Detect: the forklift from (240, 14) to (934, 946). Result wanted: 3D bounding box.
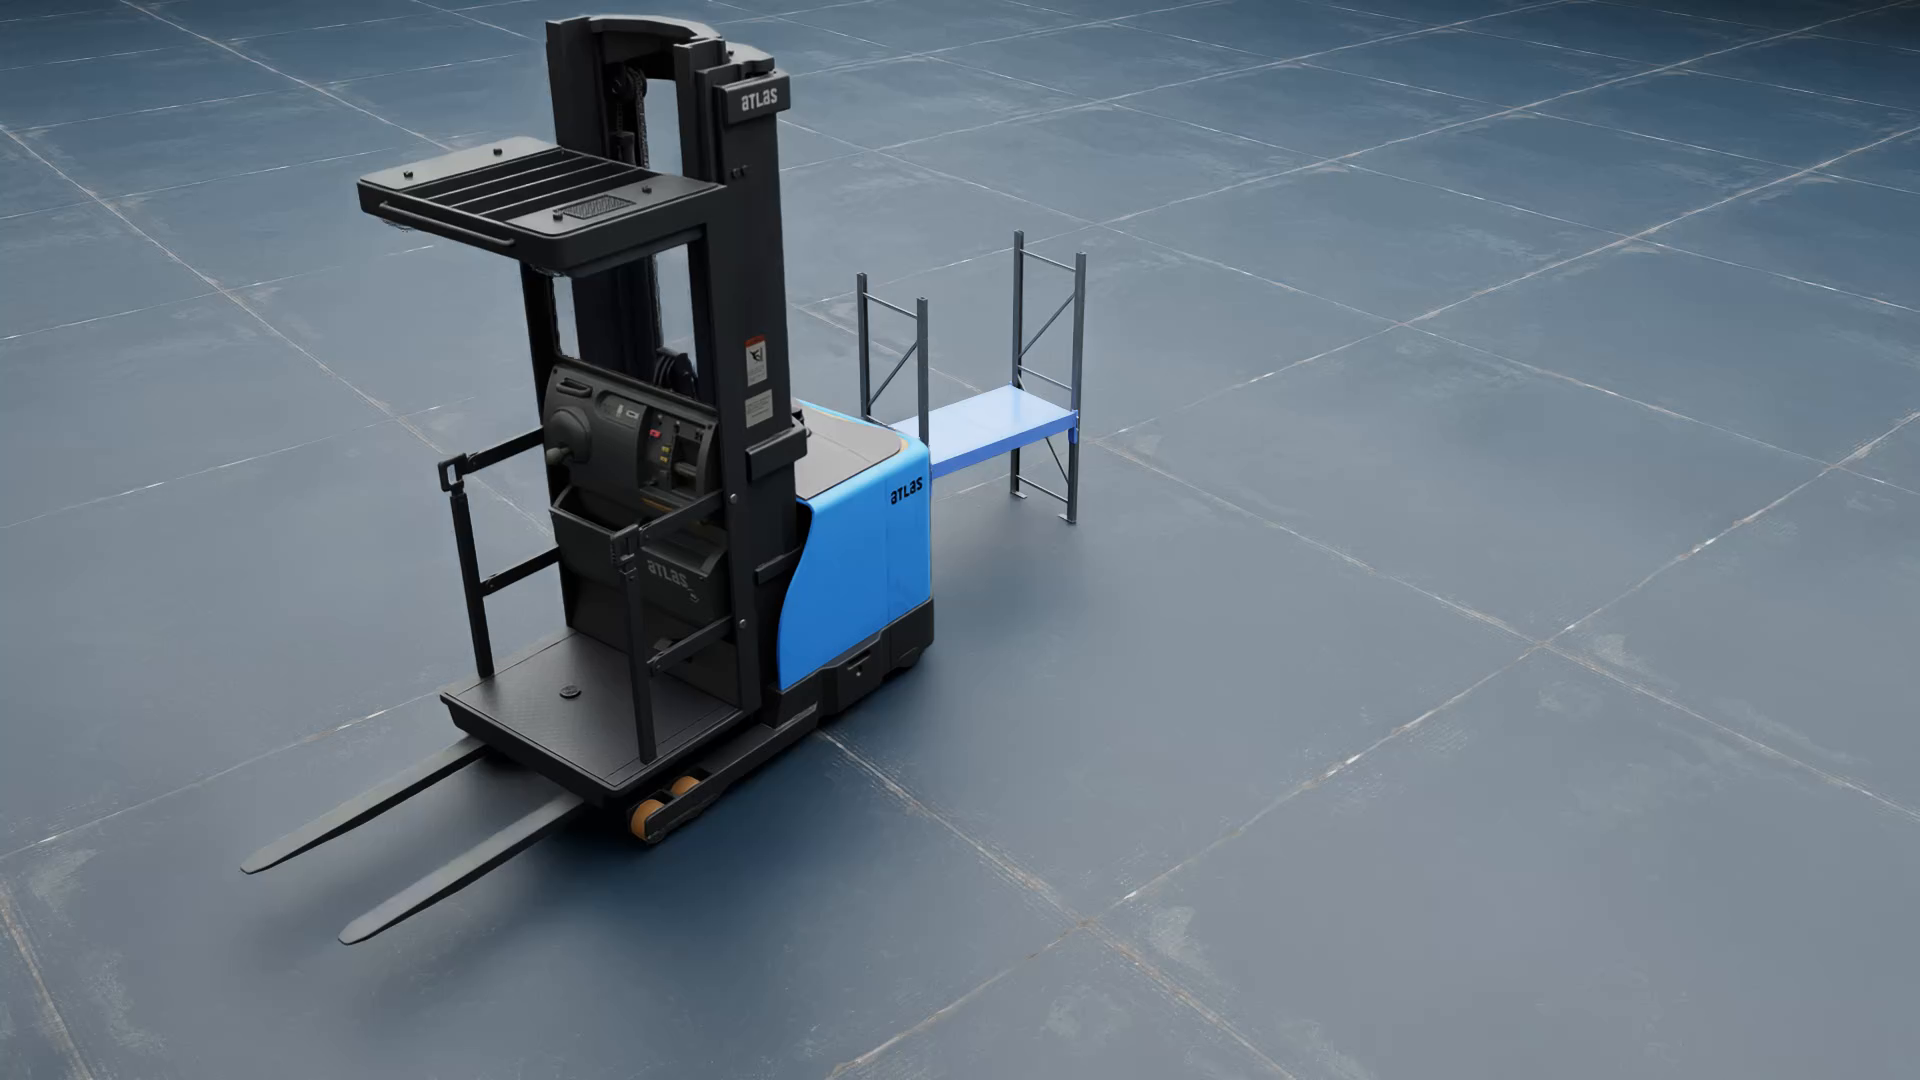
[{"bbox_3d":[-1.425,-0.369,6.331,1.130,2.935,3.031,20,34,33],"label":"forklift"}]

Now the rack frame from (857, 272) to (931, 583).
[{"bbox_3d":[-0.322,-0.532,8.154,0.032,1.500,0.500,-22,35,-35],"label":"rack frame"}]

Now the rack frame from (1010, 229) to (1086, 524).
[{"bbox_3d":[0.452,-0.843,8.736,0.032,1.500,0.500,-22,35,-35],"label":"rack frame"}]

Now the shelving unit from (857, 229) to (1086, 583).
[{"bbox_3d":[0.065,-0.688,8.445,1.048,1.500,0.538,-22,35,-35],"label":"shelving unit"}]

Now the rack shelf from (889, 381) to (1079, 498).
[{"bbox_3d":[0.065,-0.529,8.530,1.000,0.185,0.538,-22,35,-35],"label":"rack shelf"}]
